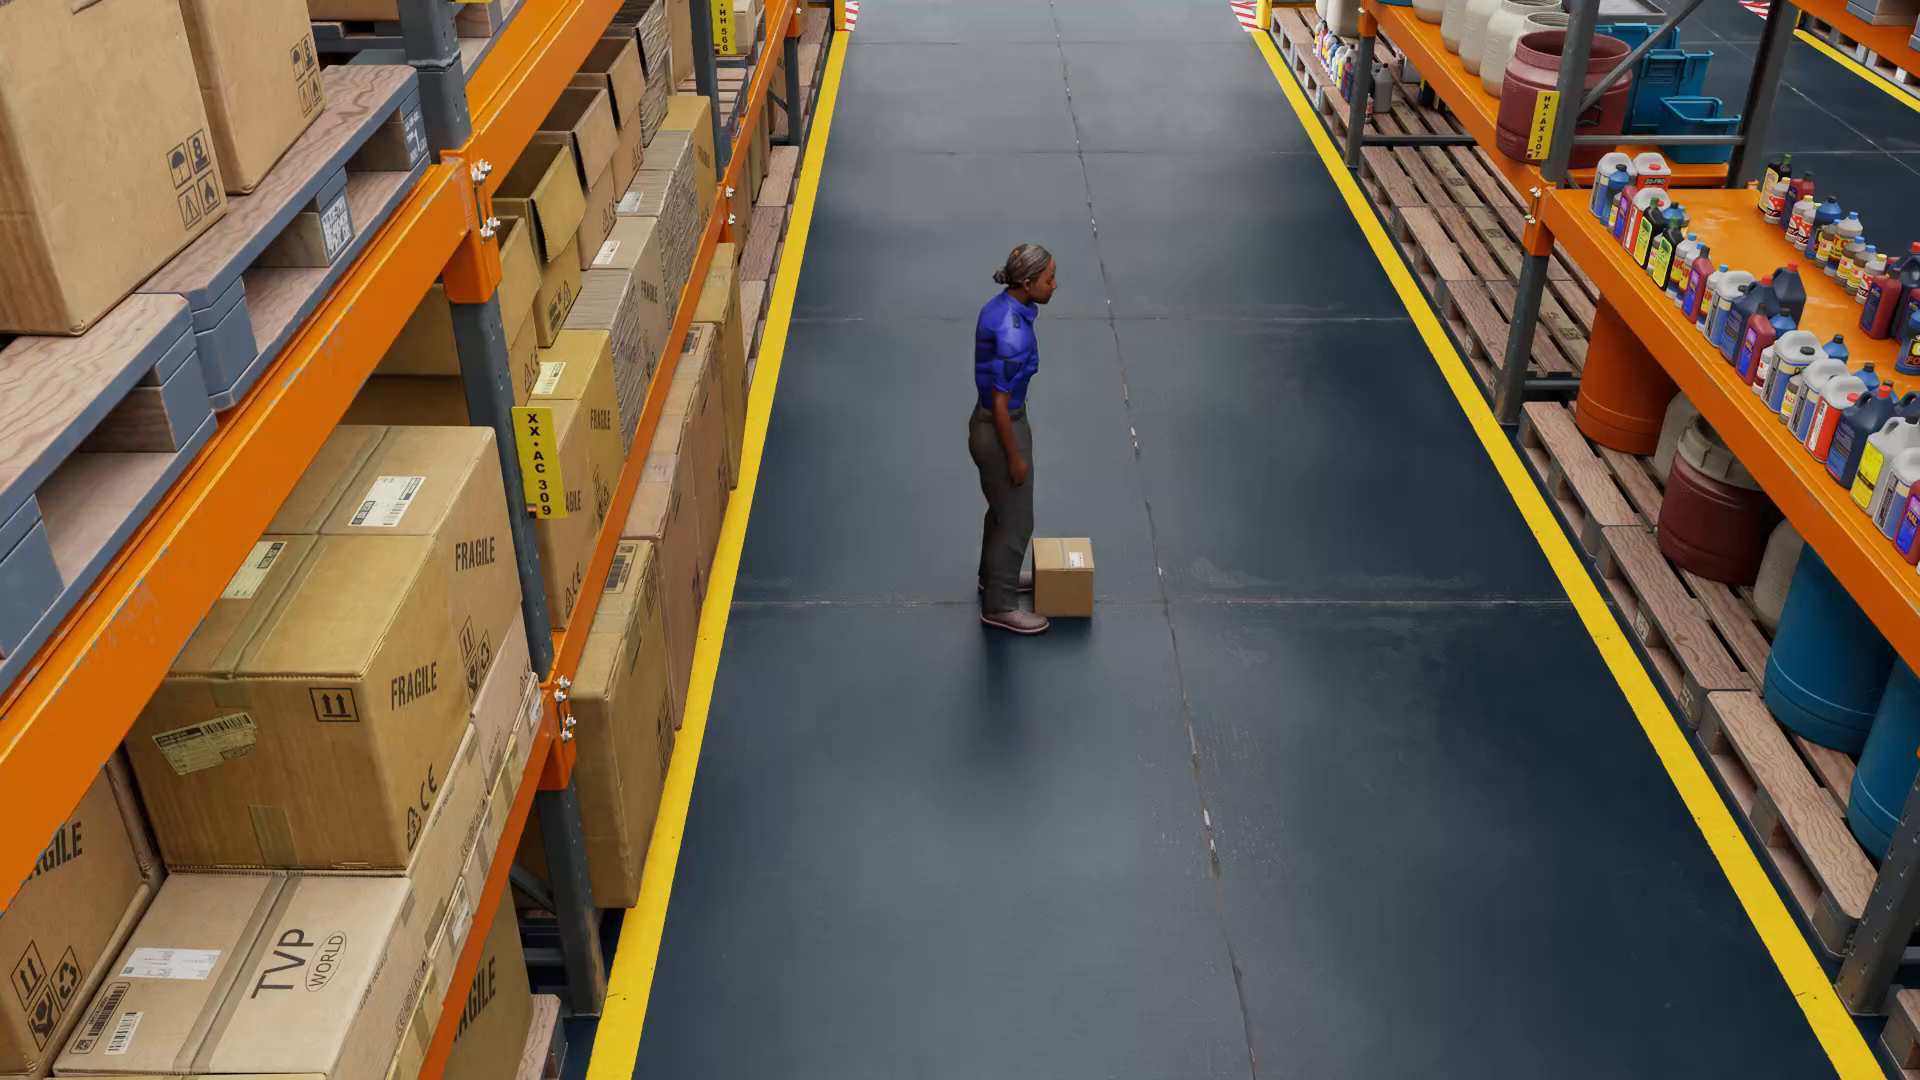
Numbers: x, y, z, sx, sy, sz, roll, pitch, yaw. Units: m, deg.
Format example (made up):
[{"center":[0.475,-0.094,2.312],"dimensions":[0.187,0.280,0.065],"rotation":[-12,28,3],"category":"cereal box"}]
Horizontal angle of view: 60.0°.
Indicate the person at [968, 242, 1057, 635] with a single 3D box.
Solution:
[{"center":[0.208,-0.430,6.836],"dimensions":[0.349,1.654,0.504],"rotation":[1,32,1],"category":"person"}]
